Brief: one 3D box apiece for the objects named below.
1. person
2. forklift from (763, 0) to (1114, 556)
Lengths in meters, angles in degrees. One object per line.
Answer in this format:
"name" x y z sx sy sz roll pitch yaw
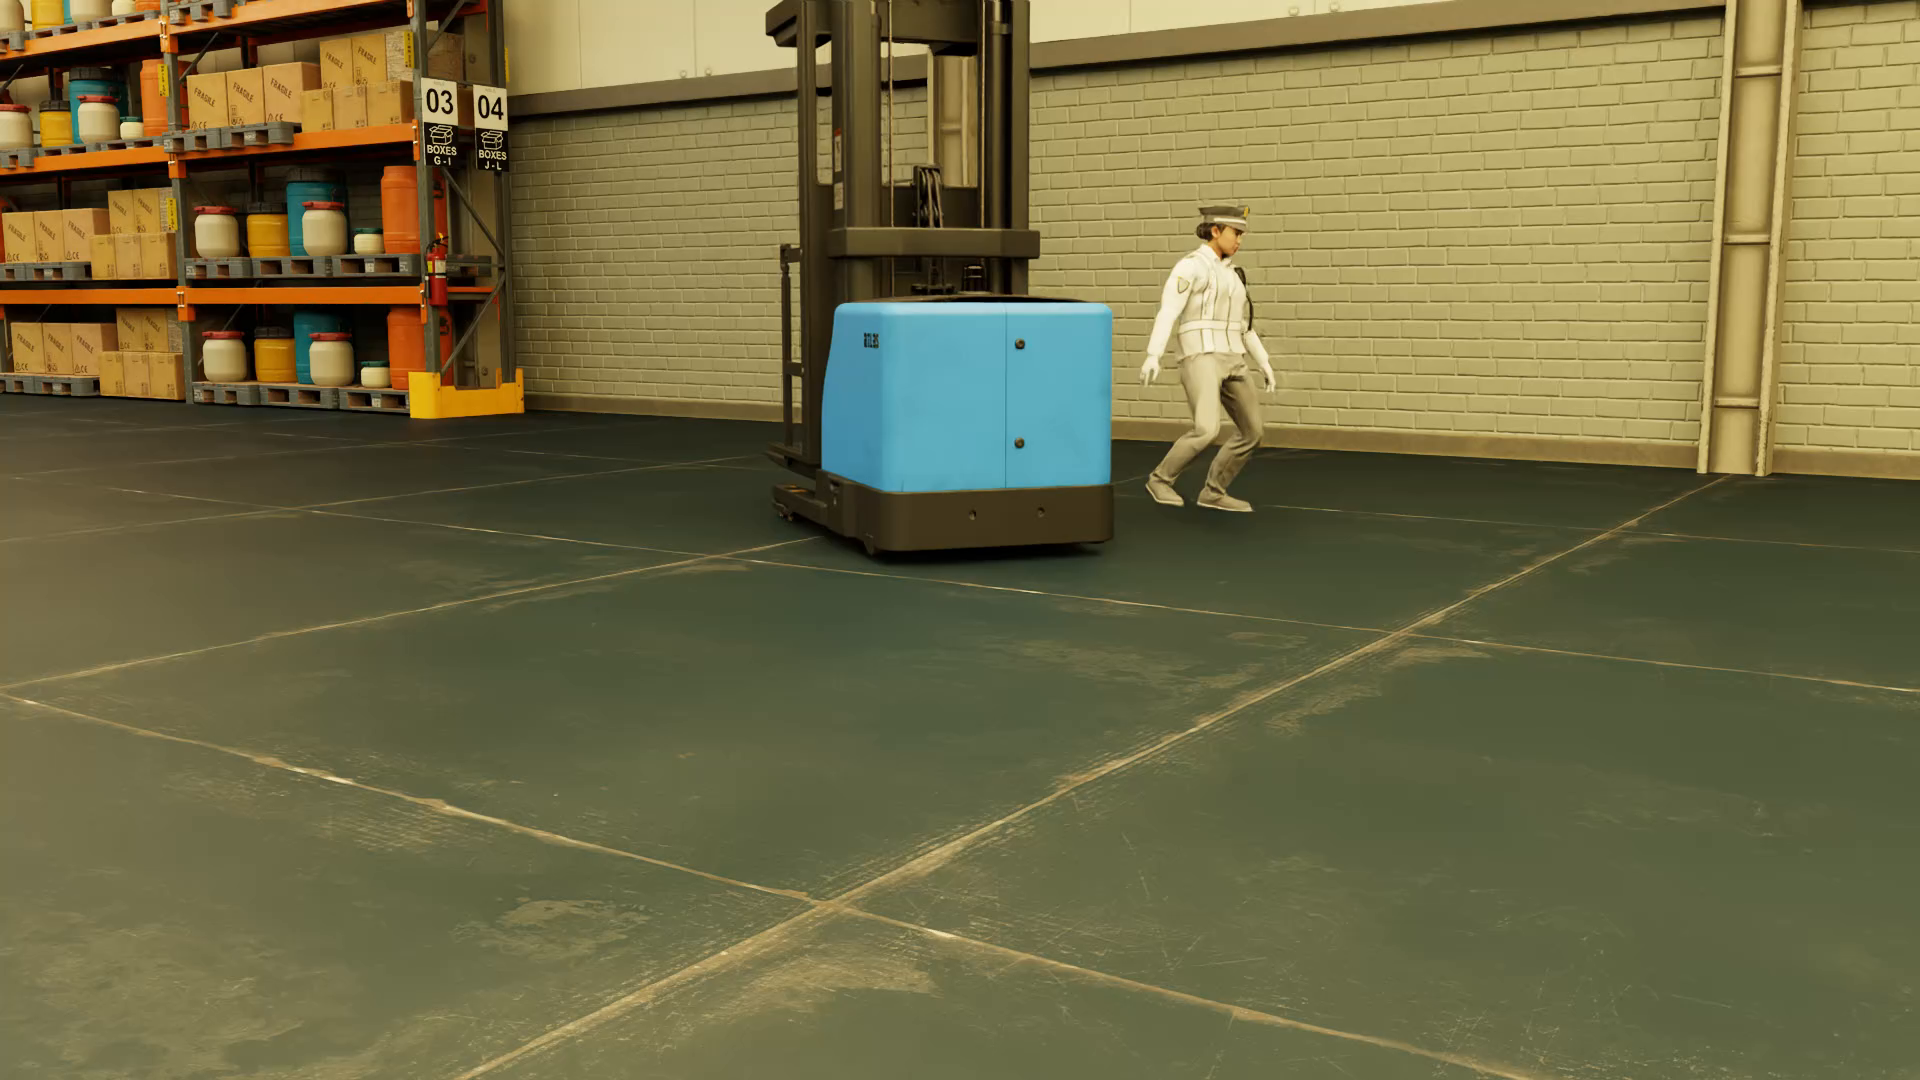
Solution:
"person" 1.256 -0.895 8.371 0.828 1.581 0.472 -7 10 -39
"forklift" -0.309 -1.555 8.130 1.130 2.935 3.031 -3 9 -19
